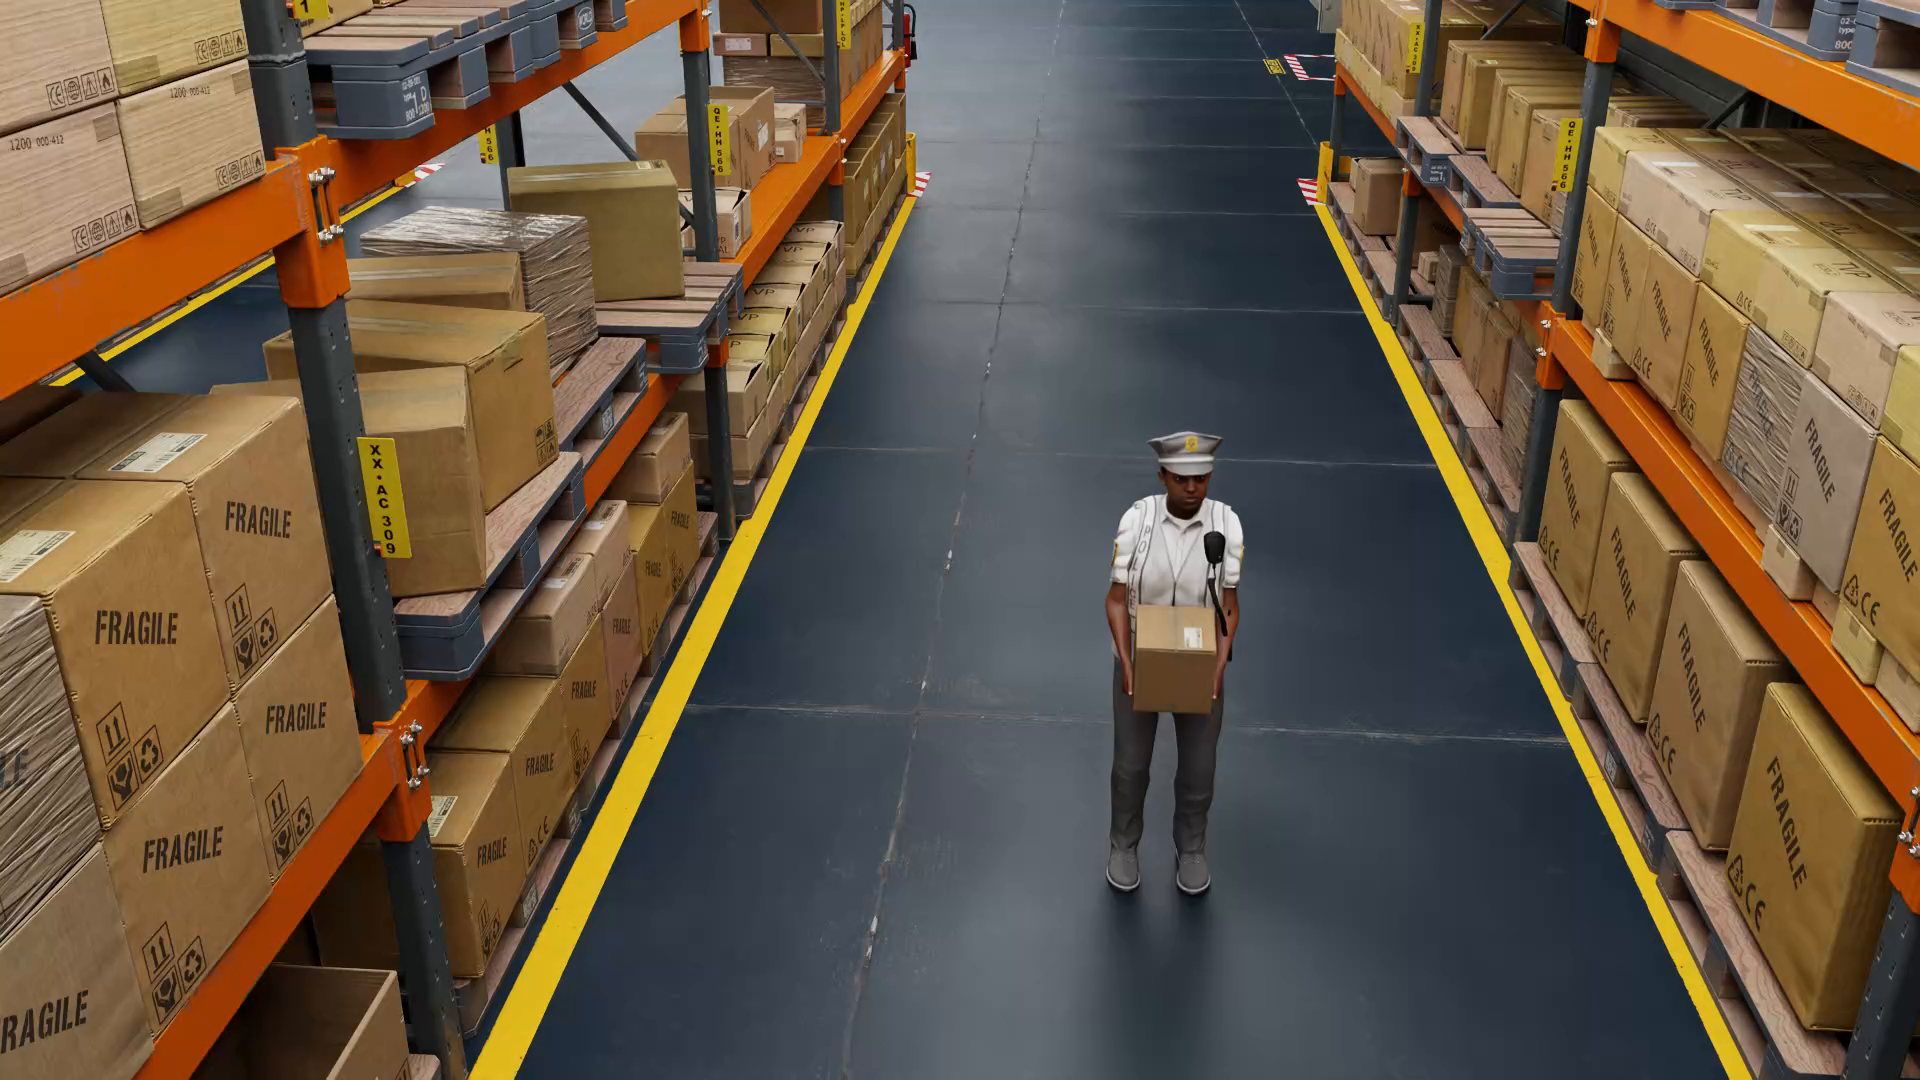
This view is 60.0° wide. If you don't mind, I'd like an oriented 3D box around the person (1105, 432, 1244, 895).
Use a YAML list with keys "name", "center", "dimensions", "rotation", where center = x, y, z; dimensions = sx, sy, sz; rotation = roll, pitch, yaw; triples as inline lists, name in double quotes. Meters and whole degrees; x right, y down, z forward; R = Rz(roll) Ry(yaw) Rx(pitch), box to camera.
- name: "person"
  center: [0.707, 0.448, 5.603]
  dimensions: [0.451, 1.689, 0.527]
  rotation: [2, 25, 5]
